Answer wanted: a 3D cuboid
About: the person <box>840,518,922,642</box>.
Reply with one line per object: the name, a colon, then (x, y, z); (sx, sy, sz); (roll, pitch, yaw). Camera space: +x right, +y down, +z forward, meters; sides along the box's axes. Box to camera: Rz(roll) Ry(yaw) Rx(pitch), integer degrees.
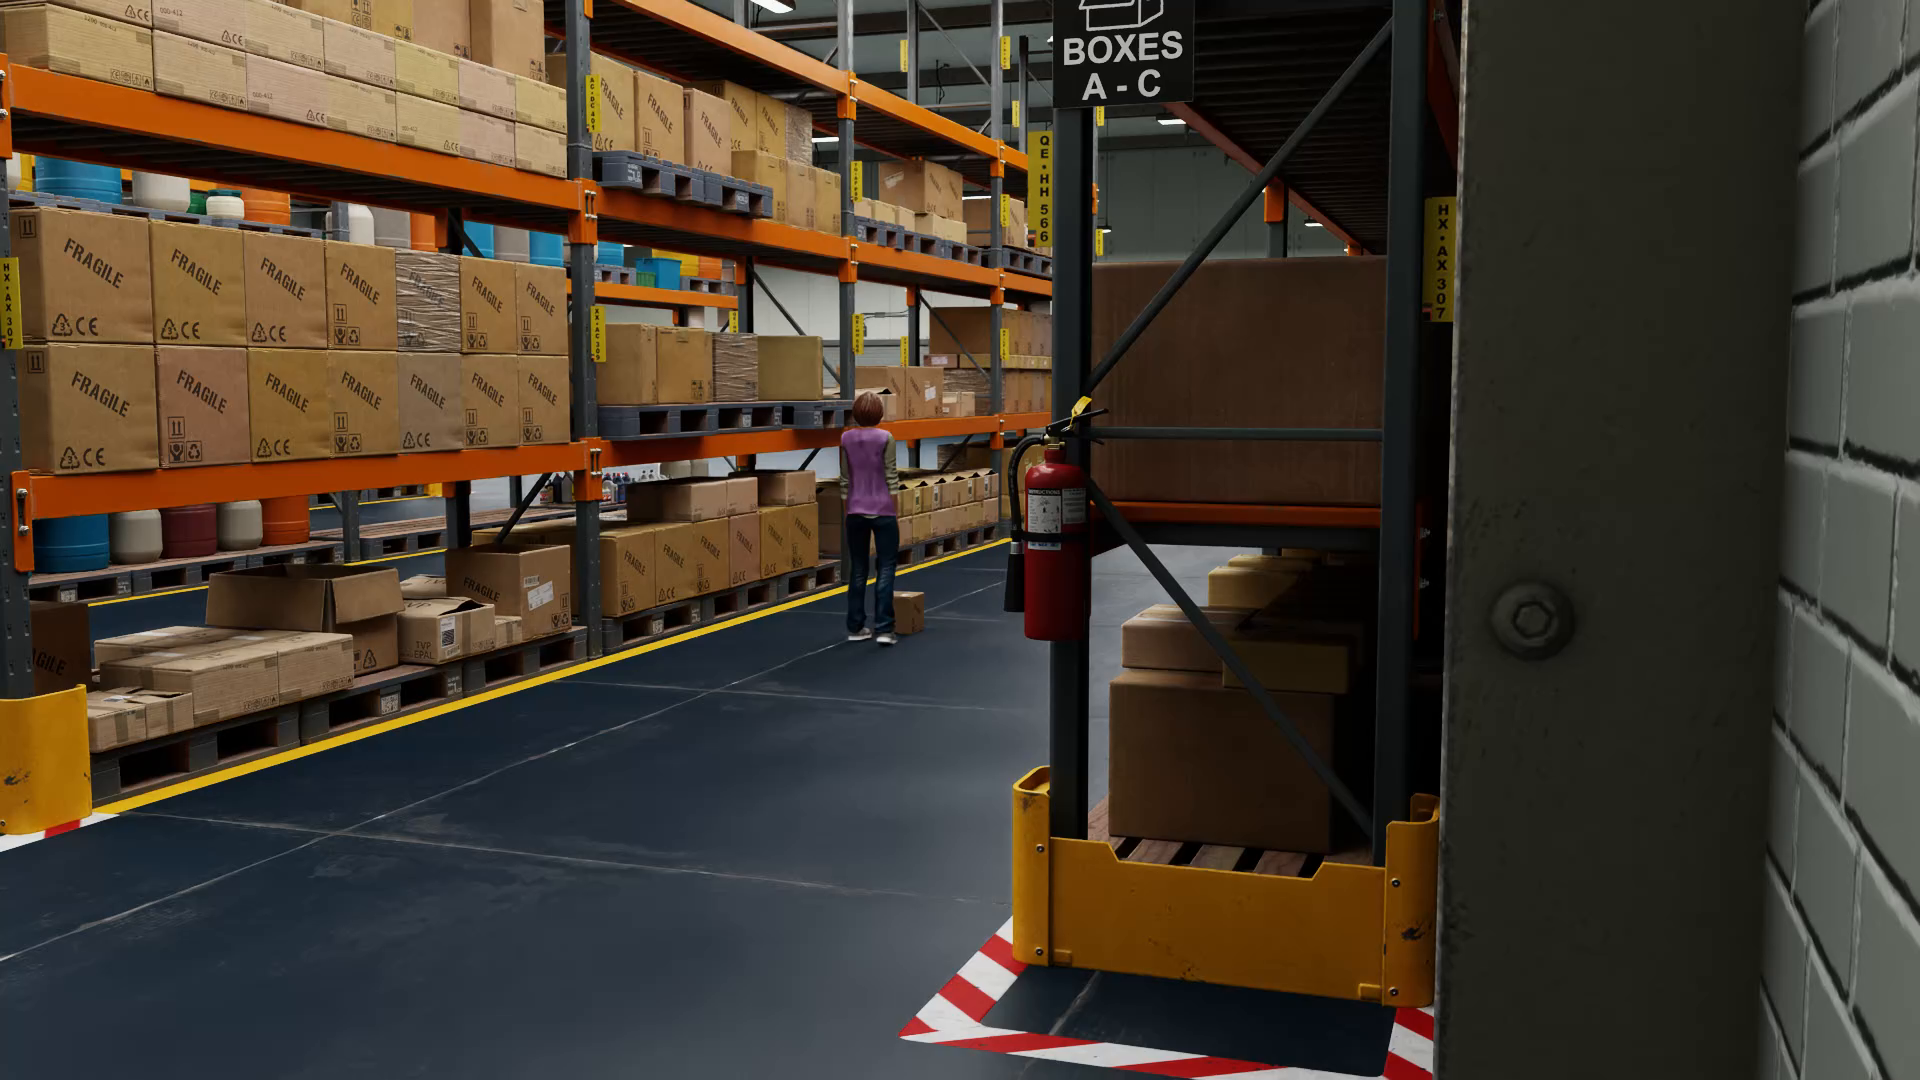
person: (-0.521, 0.273, 10.733); (0.433, 0.744, 0.805); (2, 6, 19)
